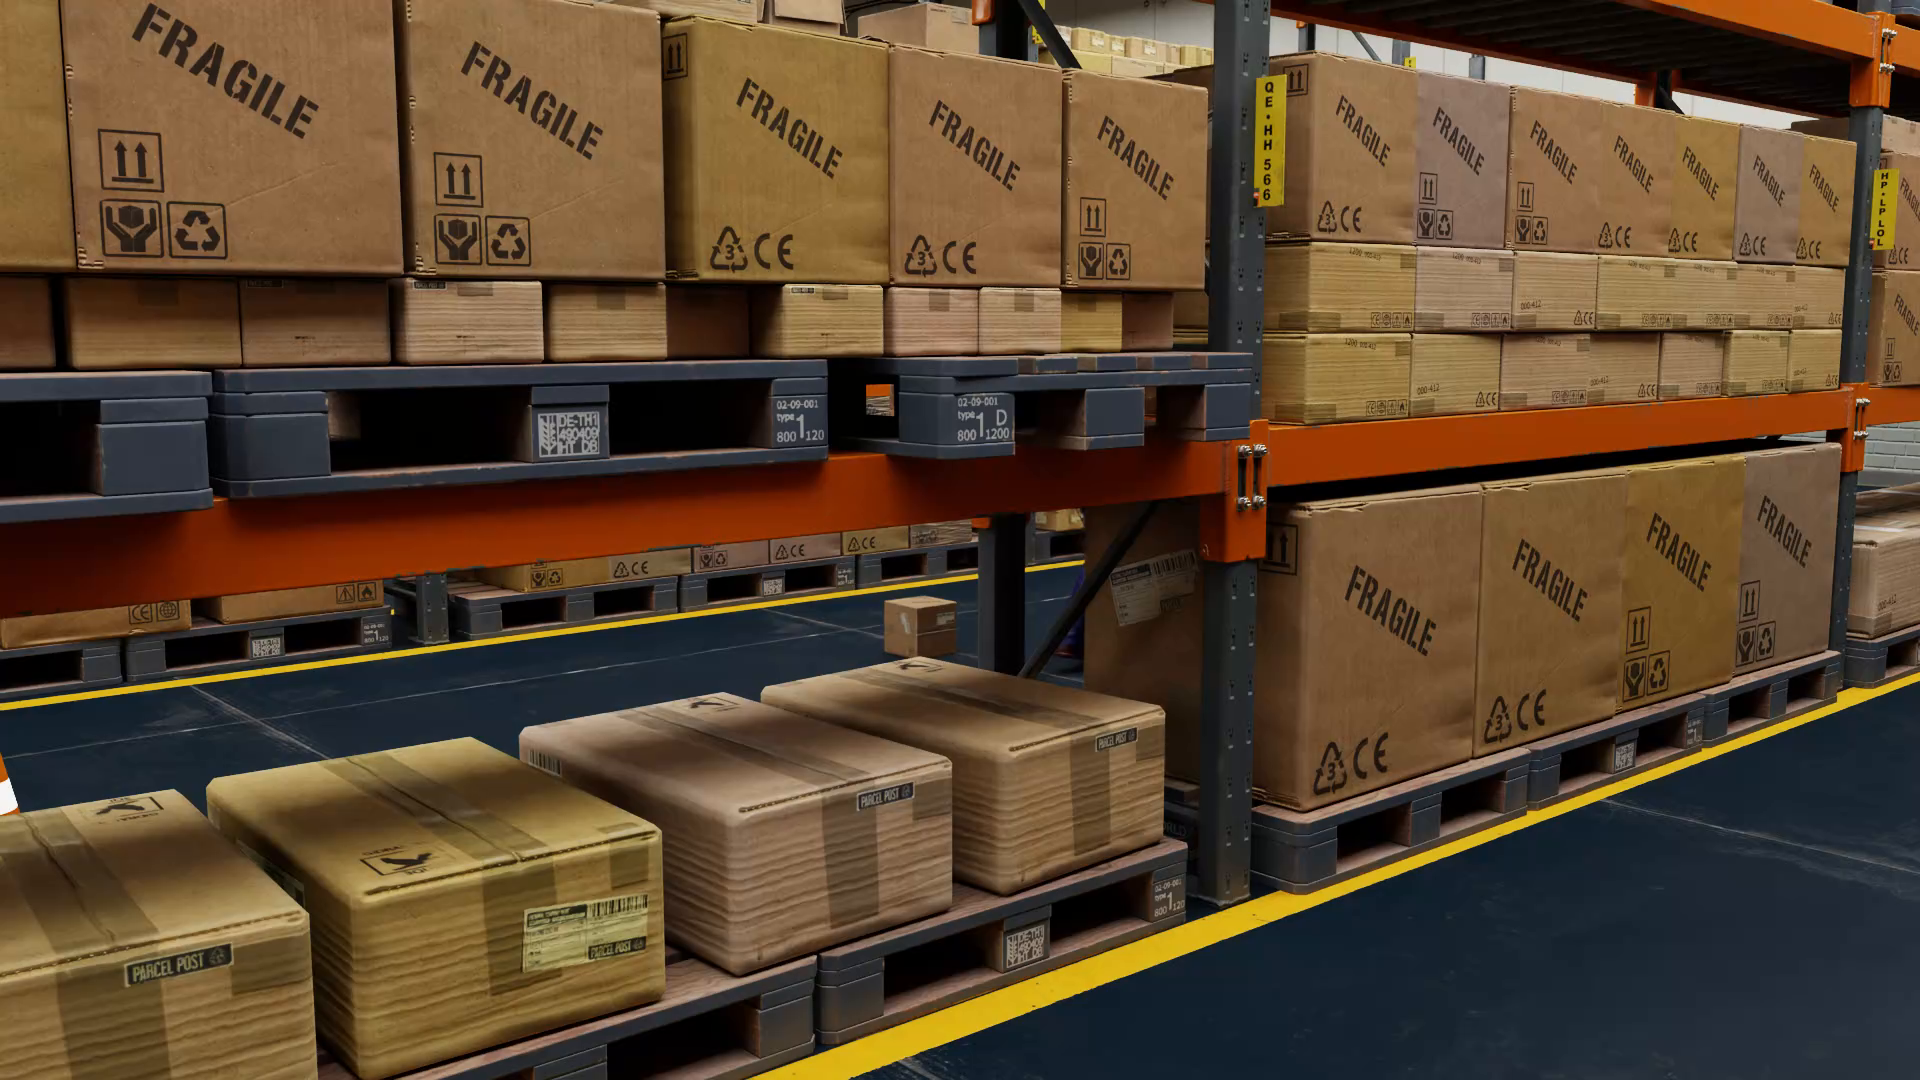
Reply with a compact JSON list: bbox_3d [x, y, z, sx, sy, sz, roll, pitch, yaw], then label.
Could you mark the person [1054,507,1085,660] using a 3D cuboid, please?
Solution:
[{"bbox_3d":[0.774,-0.264,7.782,0.945,1.591,0.510,-6,10,-39],"label":"person"}]
